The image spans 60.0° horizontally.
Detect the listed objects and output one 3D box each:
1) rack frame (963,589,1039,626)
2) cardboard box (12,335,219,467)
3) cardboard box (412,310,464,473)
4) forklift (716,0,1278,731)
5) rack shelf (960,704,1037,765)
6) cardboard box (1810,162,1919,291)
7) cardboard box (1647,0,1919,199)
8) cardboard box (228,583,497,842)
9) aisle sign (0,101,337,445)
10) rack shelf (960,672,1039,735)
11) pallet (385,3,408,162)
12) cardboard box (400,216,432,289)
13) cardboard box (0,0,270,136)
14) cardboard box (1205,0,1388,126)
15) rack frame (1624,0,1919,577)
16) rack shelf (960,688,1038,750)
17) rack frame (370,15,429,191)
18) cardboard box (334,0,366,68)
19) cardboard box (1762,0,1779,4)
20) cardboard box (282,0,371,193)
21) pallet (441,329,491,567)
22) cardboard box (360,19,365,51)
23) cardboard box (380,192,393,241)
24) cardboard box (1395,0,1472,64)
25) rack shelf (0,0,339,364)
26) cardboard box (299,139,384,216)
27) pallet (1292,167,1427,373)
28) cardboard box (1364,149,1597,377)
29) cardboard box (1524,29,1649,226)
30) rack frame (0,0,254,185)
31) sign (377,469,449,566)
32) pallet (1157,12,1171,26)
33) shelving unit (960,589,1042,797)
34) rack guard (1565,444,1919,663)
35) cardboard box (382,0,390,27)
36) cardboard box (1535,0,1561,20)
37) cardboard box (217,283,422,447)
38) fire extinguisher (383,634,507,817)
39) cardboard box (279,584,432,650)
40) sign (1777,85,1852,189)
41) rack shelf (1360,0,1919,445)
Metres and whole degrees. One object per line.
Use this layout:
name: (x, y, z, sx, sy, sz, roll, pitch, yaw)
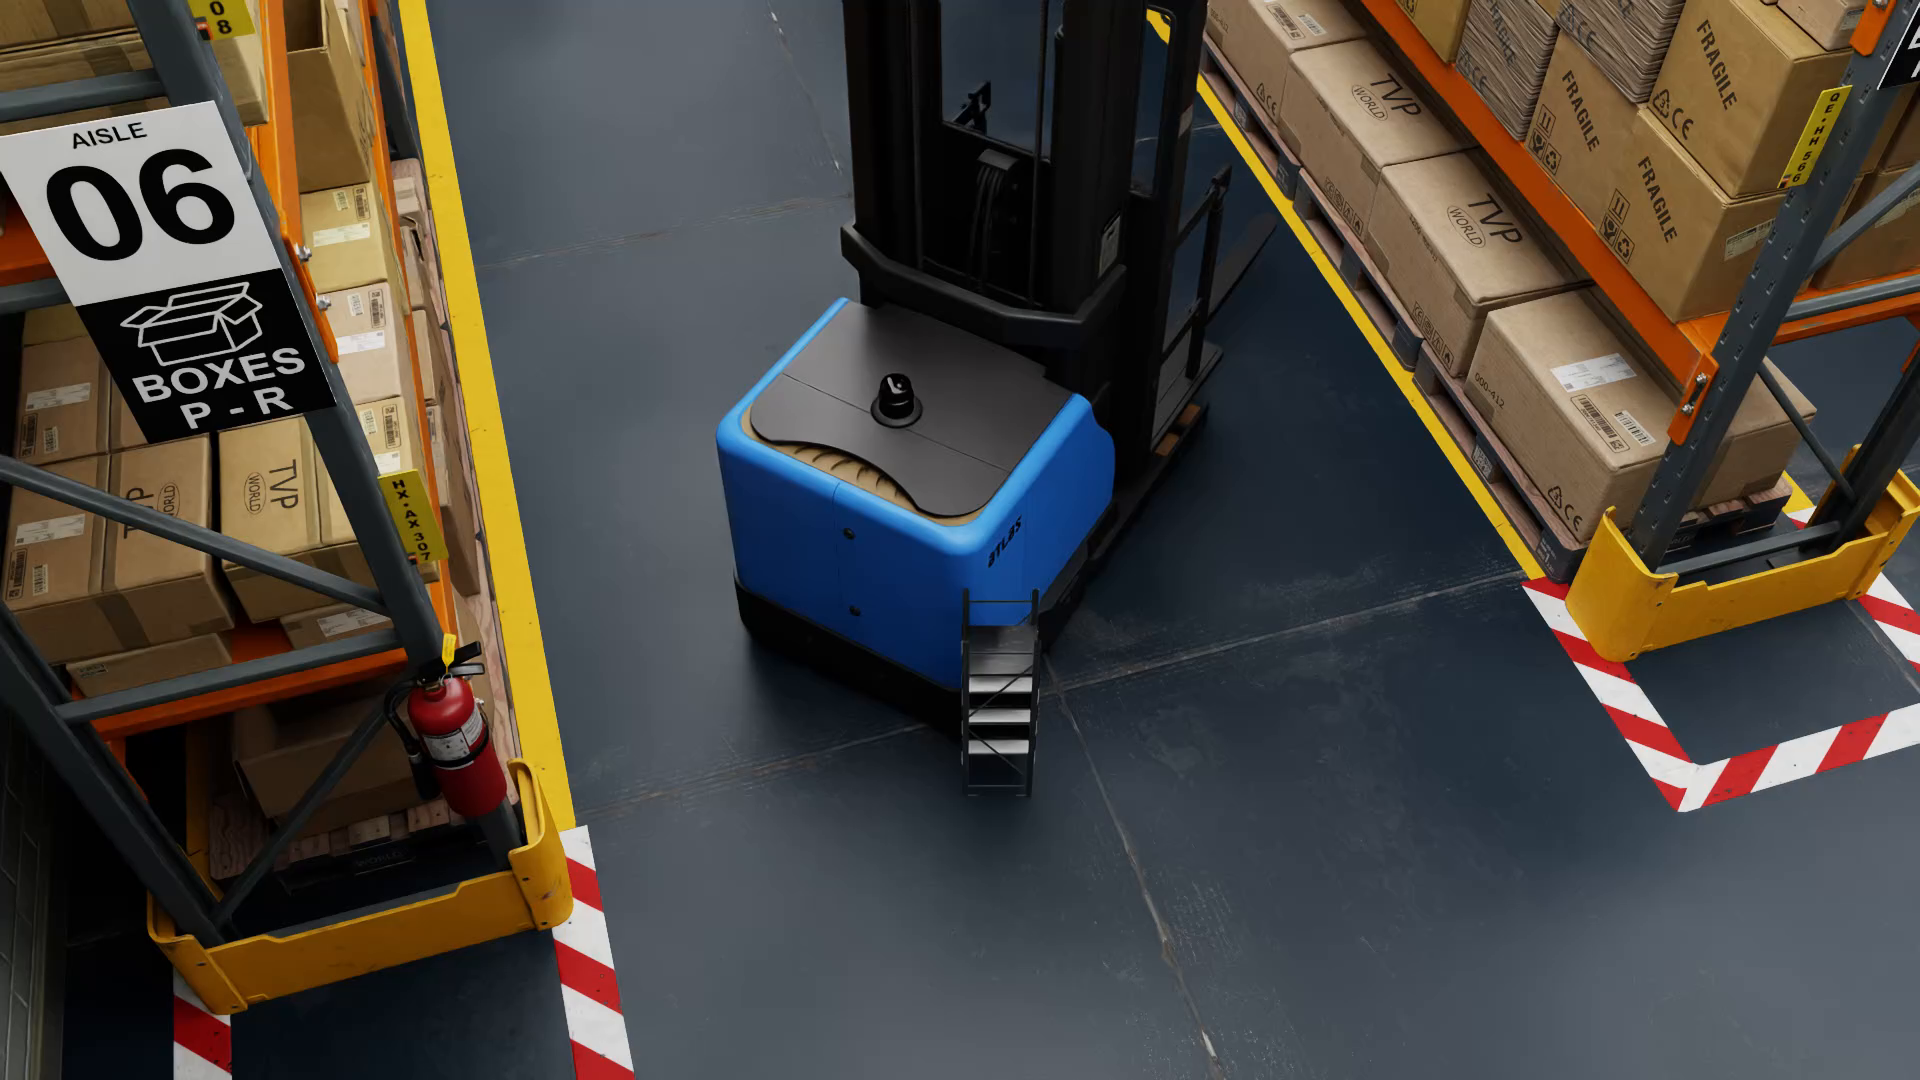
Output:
rack frame: (0.129, 0.445, 5.576, 0.240, 0.900, 0.006, 0, 50, 0)
cardboard box: (-2.393, -0.350, 4.776, 0.500, 0.250, 0.500, -13, 51, -11)
cardboard box: (-2.219, -0.489, 6.350, 0.500, 0.500, 0.500, -12, 51, -10)
forklift: (0.366, -1.391, 5.796, 1.130, 2.935, 3.031, 25, 54, 19)
rack shelf: (0.129, 0.661, 5.673, 0.258, 0.077, 0.200, 0, 50, 0)
cardboard box: (3.021, -1.222, 5.543, 0.500, 0.500, 0.500, -14, 51, -11)
cardboard box: (2.519, -1.427, 5.062, 0.500, 0.500, 0.500, -12, 51, -10)
cardboard box: (-1.942, 0.552, 5.471, 0.797, 0.503, 0.637, -15, 52, -12)
aisle sign: (-1.551, -0.504, 3.302, 0.394, 0.787, 0.004, -13, 51, -11)
rack shelf: (0.129, 0.545, 5.536, 0.258, 0.077, 0.200, 0, 50, 0)
pallet: (-3.312, -2.258, 8.305, 1.003, 0.211, 1.213, -13, 51, -11)
cardboard box: (-2.484, -1.224, 7.123, 0.396, 0.266, 0.258, -12, 51, -10)
cardboard box: (-1.722, -1.050, 3.404, 0.500, 0.250, 0.500, -14, 51, -11)
cardboard box: (1.789, -2.523, 8.106, 0.875, 0.438, 0.875, -14, 51, -12)
rack frame: (2.889, -0.775, 5.231, 1.000, 3.000, 0.127, -13, 51, -11)
rack shelf: (0.129, 0.603, 5.604, 0.258, 0.077, 0.200, 0, 50, 0)
rack frame: (-3.035, -2.571, 6.745, 1.000, 3.000, 0.127, -13, 51, -11)
cardboard box: (-2.489, -1.939, 6.116, 0.500, 0.250, 0.500, -13, 51, -11)
cardboard box: (2.493, -1.735, 4.897, 0.380, 0.149, 0.250, -12, 51, -10)
cardboard box: (-2.173, -1.427, 5.193, 0.500, 0.500, 0.500, -12, 51, -10)
pallet: (-2.468, -0.278, 6.636, 1.003, 0.211, 1.213, -13, 51, -11)
cardboard box: (-2.502, -1.945, 6.381, 0.380, 0.149, 0.250, -12, 51, -10)
cardboard box: (-2.118, -1.011, 5.594, 0.380, 0.149, 0.250, -12, 51, -10)
cardboard box: (2.032, -2.217, 6.381, 0.500, 0.500, 0.500, -12, 51, -10)
rack shelf: (-2.443, -1.845, 4.642, 1.077, 0.370, 4.000, -13, 51, -11)
cardboard box: (-2.203, -1.196, 5.489, 0.500, 0.250, 0.500, -15, 51, -12)
pallet: (2.220, -1.331, 7.524, 1.003, 0.211, 1.213, -13, 51, -11)
cardboard box: (2.319, -1.210, 6.999, 0.875, 0.438, 0.875, -12, 51, -10)
cardboard box: (2.359, -1.469, 5.751, 0.500, 0.500, 0.500, -14, 51, -12)
rack frame: (-1.852, -1.583, 1.989, 1.000, 3.000, 0.127, -13, 51, -11)
sign: (-1.334, -0.051, 4.055, 0.100, 0.325, 0.005, -13, 51, -11)
pallet: (1.406, -3.344, 9.220, 1.003, 0.211, 1.213, -13, 51, -11)
shelving unit: (0.129, 0.523, 5.510, 0.258, 0.900, 0.210, 0, 50, 0)
rack guard: (2.896, 0.049, 6.172, 1.175, 0.500, 0.348, -13, 51, -11)
cardboard box: (-3.130, -2.691, 8.207, 0.500, 0.500, 0.500, -14, 51, -11)
cardboard box: (2.193, -2.164, 5.683, 0.500, 0.500, 0.500, -14, 51, -11)
cardboard box: (-1.878, -0.458, 4.867, 0.500, 0.250, 0.500, -13, 51, -11)
fire extinguisher: (-1.367, 0.499, 4.452, 0.296, 0.674, 0.183, -13, 51, -11)
cardboard box: (-1.687, 0.129, 4.633, 0.380, 0.149, 0.250, -14, 51, -11)
sign: (2.366, -1.112, 4.603, 0.100, 0.325, 0.005, -13, 51, -11)
rack shelf: (2.297, -2.003, 6.737, 1.077, 0.370, 4.000, -13, 51, -11)
